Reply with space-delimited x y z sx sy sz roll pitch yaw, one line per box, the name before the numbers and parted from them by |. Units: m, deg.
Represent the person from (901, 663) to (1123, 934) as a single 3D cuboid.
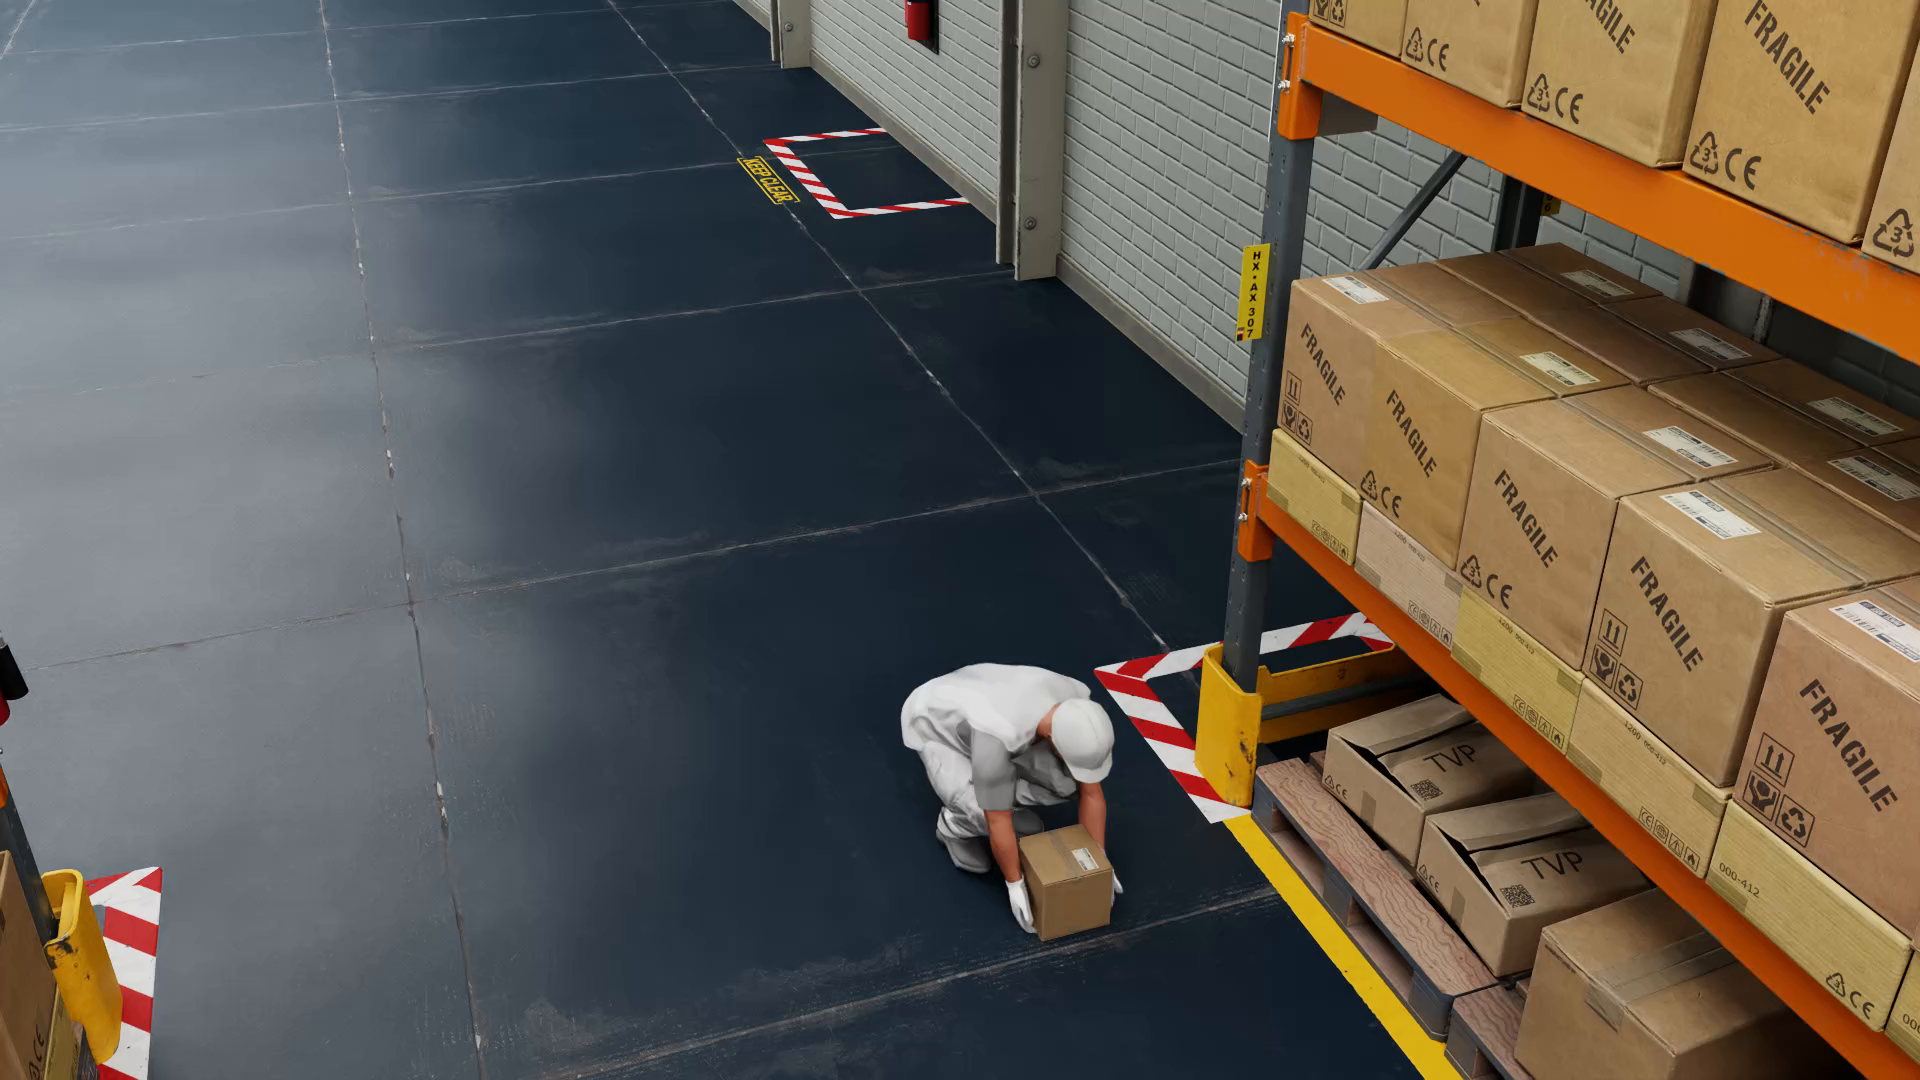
person | 0.179 0.780 5.732 0.551 0.877 0.906 -18 34 -29
